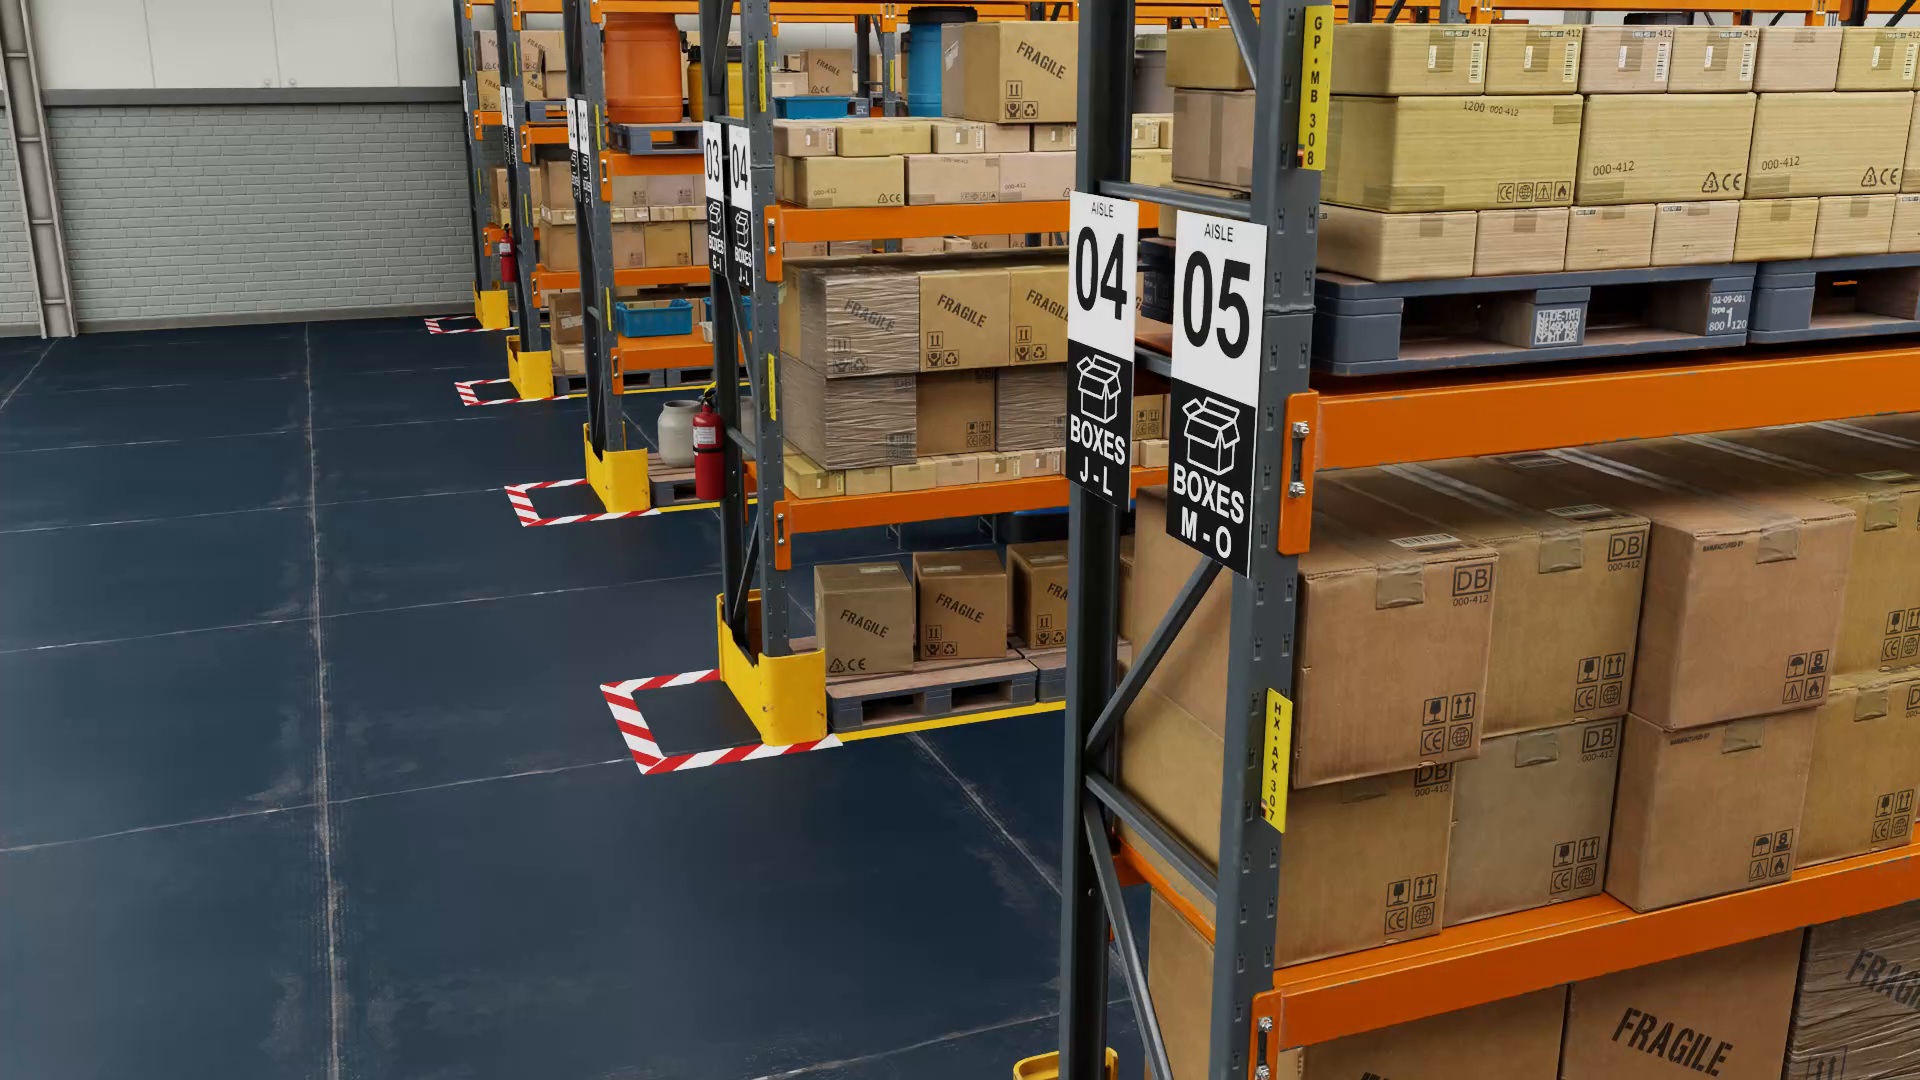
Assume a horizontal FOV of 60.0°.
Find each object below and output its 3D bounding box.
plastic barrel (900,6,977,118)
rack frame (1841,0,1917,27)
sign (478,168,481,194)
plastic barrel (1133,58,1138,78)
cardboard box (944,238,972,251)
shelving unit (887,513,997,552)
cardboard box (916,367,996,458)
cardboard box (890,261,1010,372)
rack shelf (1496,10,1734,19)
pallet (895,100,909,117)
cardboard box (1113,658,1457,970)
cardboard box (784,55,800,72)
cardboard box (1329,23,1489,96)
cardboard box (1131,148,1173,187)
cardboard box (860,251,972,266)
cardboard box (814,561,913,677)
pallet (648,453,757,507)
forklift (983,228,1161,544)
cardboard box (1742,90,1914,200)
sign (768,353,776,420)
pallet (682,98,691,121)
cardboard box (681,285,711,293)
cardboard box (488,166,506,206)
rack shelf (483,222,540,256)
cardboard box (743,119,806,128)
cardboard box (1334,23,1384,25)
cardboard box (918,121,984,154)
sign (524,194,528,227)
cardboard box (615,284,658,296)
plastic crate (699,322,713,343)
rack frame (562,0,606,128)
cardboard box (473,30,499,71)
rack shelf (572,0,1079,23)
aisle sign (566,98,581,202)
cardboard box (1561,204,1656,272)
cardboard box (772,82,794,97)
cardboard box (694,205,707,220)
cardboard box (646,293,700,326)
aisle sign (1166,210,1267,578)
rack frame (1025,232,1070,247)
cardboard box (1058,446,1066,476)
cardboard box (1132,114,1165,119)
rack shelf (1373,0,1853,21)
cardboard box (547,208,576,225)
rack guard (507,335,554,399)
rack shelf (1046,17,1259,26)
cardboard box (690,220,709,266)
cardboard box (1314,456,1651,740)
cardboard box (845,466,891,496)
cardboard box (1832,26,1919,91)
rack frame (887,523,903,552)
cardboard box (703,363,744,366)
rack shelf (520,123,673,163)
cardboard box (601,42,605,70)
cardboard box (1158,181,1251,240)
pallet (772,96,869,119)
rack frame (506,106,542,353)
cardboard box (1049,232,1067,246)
[{"bbox_3d":[-0.145,-4.012,13.979,0.708,0.901,0.600,-6,17,-20],"label":"plastic barrel"},{"bbox_3d":[6.330,-4.182,10.868,0.127,3.000,1.000,-6,17,-20],"label":"rack frame"},{"bbox_3d":[-6.263,-4.679,21.672,0.005,0.325,0.100,-6,17,-20],"label":"sign"},{"bbox_3d":[1.220,-3.991,14.653,0.708,0.901,0.600,-6,17,-20],"label":"plastic barrel"},{"bbox_3d":[-0.046,-3.422,19.373,0.250,0.149,0.380,-6,17,-20],"label":"cardboard box"},{"bbox_3d":[-0.141,-0.718,12.382,0.755,1.500,0.431,-5,17,-16],"label":"shelving unit"},{"bbox_3d":[-0.193,-0.818,9.354,0.500,0.500,0.875,-6,17,-20],"label":"cardboard box"},{"bbox_3d":[-0.060,-1.200,8.880,0.500,0.500,0.500,-6,17,-20],"label":"cardboard box"},{"bbox_3d":[8.392,-7.047,21.907,4.000,0.370,1.077,-6,17,-20],"label":"rack shelf"},{"bbox_3d":[-0.127,-4.947,19.135,1.217,0.209,0.805,-7,18,-22],"label":"pallet"},{"bbox_3d":[0.870,0.697,4.635,0.550,0.550,0.875,-6,17,-20],"label":"cardboard box"},{"bbox_3d":[-2.183,-6.533,23.274,0.500,0.500,0.500,-4,17,-12],"label":"cardboard box"},{"bbox_3d":[0.966,-1.082,3.744,0.250,0.149,0.380,-6,17,-19],"label":"cardboard box"},{"bbox_3d":[0.830,-2.001,9.031,0.500,0.250,0.500,-6,17,-18],"label":"cardboard box"},{"bbox_3d":[-0.250,-1.340,9.357,0.500,0.500,0.500,-6,17,-20],"label":"cardboard box"},{"bbox_3d":[-0.551,0.442,9.459,0.500,0.500,0.500,-3,17,-10],"label":"cardboard box"},{"bbox_3d":[-2.098,-0.563,14.139,1.213,0.211,1.003,-6,17,-20],"label":"pallet"},{"bbox_3d":[1.741,-1.519,12.570,3.031,2.935,1.130,-4,17,-12],"label":"forklift"},{"bbox_3d":[2.027,-1.025,4.256,0.500,0.250,0.500,-6,18,-21],"label":"cardboard box"},{"bbox_3d":[-0.946,-0.769,8.358,0.005,0.325,0.100,-6,17,-20],"label":"sign"},{"bbox_3d":[-2.871,-4.689,18.075,1.213,0.211,1.003,-6,17,-20],"label":"pallet"},{"bbox_3d":[-2.891,-2.633,19.044,0.500,0.500,0.500,-6,17,-20],"label":"cardboard box"},{"bbox_3d":[-6.093,-4.807,22.545,0.500,0.500,0.500,-6,18,-21],"label":"cardboard box"},{"bbox_3d":[-4.590,-4.263,23.068,4.000,0.370,1.077,-6,17,-20],"label":"rack shelf"},{"bbox_3d":[-0.993,-2.166,8.884,0.250,0.149,0.380,-6,17,-20],"label":"cardboard box"},{"bbox_3d":[2.266,-2.657,9.408,0.500,0.500,0.500,-7,18,-22],"label":"cardboard box"},{"bbox_3d":[-0.052,-2.090,8.625,0.250,0.149,0.380,-5,17,-18],"label":"cardboard box"},{"bbox_3d":[-4.488,-3.410,17.211,0.005,0.325,0.100,-6,17,-20],"label":"sign"},{"bbox_3d":[-4.544,-3.583,23.130,0.500,0.500,0.700,-7,18,-24],"label":"cardboard box"},{"bbox_3d":[-1.962,-1.679,13.460,0.250,0.136,0.298,-6,17,-20],"label":"plastic crate"},{"bbox_3d":[-2.913,-4.678,12.559,0.127,3.000,1.000,-6,17,-20],"label":"rack frame"},{"bbox_3d":[-6.011,-6.358,21.615,0.500,0.500,0.500,-8,18,-24],"label":"cardboard box"},{"bbox_3d":[-1.045,-4.343,13.403,4.000,0.370,1.077,-6,17,-20],"label":"rack shelf"},{"bbox_3d":[-3.086,-3.118,13.279,0.004,0.787,0.394,-6,17,-20],"label":"aisle sign"},{"bbox_3d":[1.447,-0.751,4.032,0.250,0.149,0.380,-6,17,-20],"label":"cardboard box"},{"bbox_3d":[-1.975,-4.901,18.092,0.250,0.149,0.380,-6,17,-20],"label":"cardboard box"},{"bbox_3d":[-2.802,-3.600,18.207,0.250,0.149,0.380,-6,17,-20],"label":"cardboard box"},{"bbox_3d":[-3.173,-2.446,18.407,0.500,0.500,0.500,-6,17,-20],"label":"cardboard box"},{"bbox_3d":[0.581,-0.343,3.828,0.004,0.787,0.394,-6,17,-20],"label":"aisle sign"},{"bbox_3d":[0.823,-2.203,14.777,0.127,3.000,1.000,-6,17,-20],"label":"rack frame"},{"bbox_3d":[0.647,-0.468,9.314,0.250,0.149,0.380,-6,17,-20],"label":"cardboard box"},{"bbox_3d":[0.977,-2.366,9.565,0.250,0.149,0.380,-7,18,-21],"label":"cardboard box"},{"bbox_3d":[4.462,-3.443,10.339,4.000,0.370,1.077,-6,17,-20],"label":"rack shelf"},{"bbox_3d":[-4.238,-3.446,17.680,0.250,0.149,0.380,-6,18,-20],"label":"cardboard box"},{"bbox_3d":[-4.704,-1.902,18.187,0.348,0.500,1.175,-6,17,-20],"label":"rack guard"},{"bbox_3d":[2.880,-7.756,25.026,4.000,0.370,1.077,-6,17,-20],"label":"rack shelf"},{"bbox_3d":[-2.796,-3.352,18.512,0.500,0.500,0.700,-6,17,-18],"label":"cardboard box"},{"bbox_3d":[1.381,0.121,4.679,0.550,0.550,0.875,-6,17,-20],"label":"cardboard box"},{"bbox_3d":[-0.548,-0.362,8.955,0.250,0.149,0.380,-6,17,-20],"label":"cardboard box"},{"bbox_3d":[2.153,-1.210,4.180,0.250,0.149,0.380,-6,18,-21],"label":"cardboard box"},{"bbox_3d":[-0.492,-0.689,12.282,0.023,1.500,0.400,-5,17,-16],"label":"rack frame"},{"bbox_3d":[-2.700,-2.132,18.670,0.500,0.250,0.500,-6,17,-20],"label":"cardboard box"},{"bbox_3d":[-2.814,-4.399,18.209,4.000,0.370,1.077,-6,17,-20],"label":"rack shelf"},{"bbox_3d":[-4.702,-6.646,22.595,0.500,0.500,0.500,-6,17,-20],"label":"cardboard box"},{"bbox_3d":[0.729,-0.873,4.445,0.250,0.149,0.380,-6,17,-20],"label":"cardboard box"},{"bbox_3d":[-1.734,-4.811,18.491,1.213,0.211,1.003,-6,17,-20],"label":"pallet"},{"bbox_3d":[-4.681,-3.104,17.843,0.127,3.000,1.000,-6,17,-20],"label":"rack frame"},{"bbox_3d":[1.228,-3.785,19.985,0.500,0.500,0.500,-7,18,-23],"label":"cardboard box"}]
